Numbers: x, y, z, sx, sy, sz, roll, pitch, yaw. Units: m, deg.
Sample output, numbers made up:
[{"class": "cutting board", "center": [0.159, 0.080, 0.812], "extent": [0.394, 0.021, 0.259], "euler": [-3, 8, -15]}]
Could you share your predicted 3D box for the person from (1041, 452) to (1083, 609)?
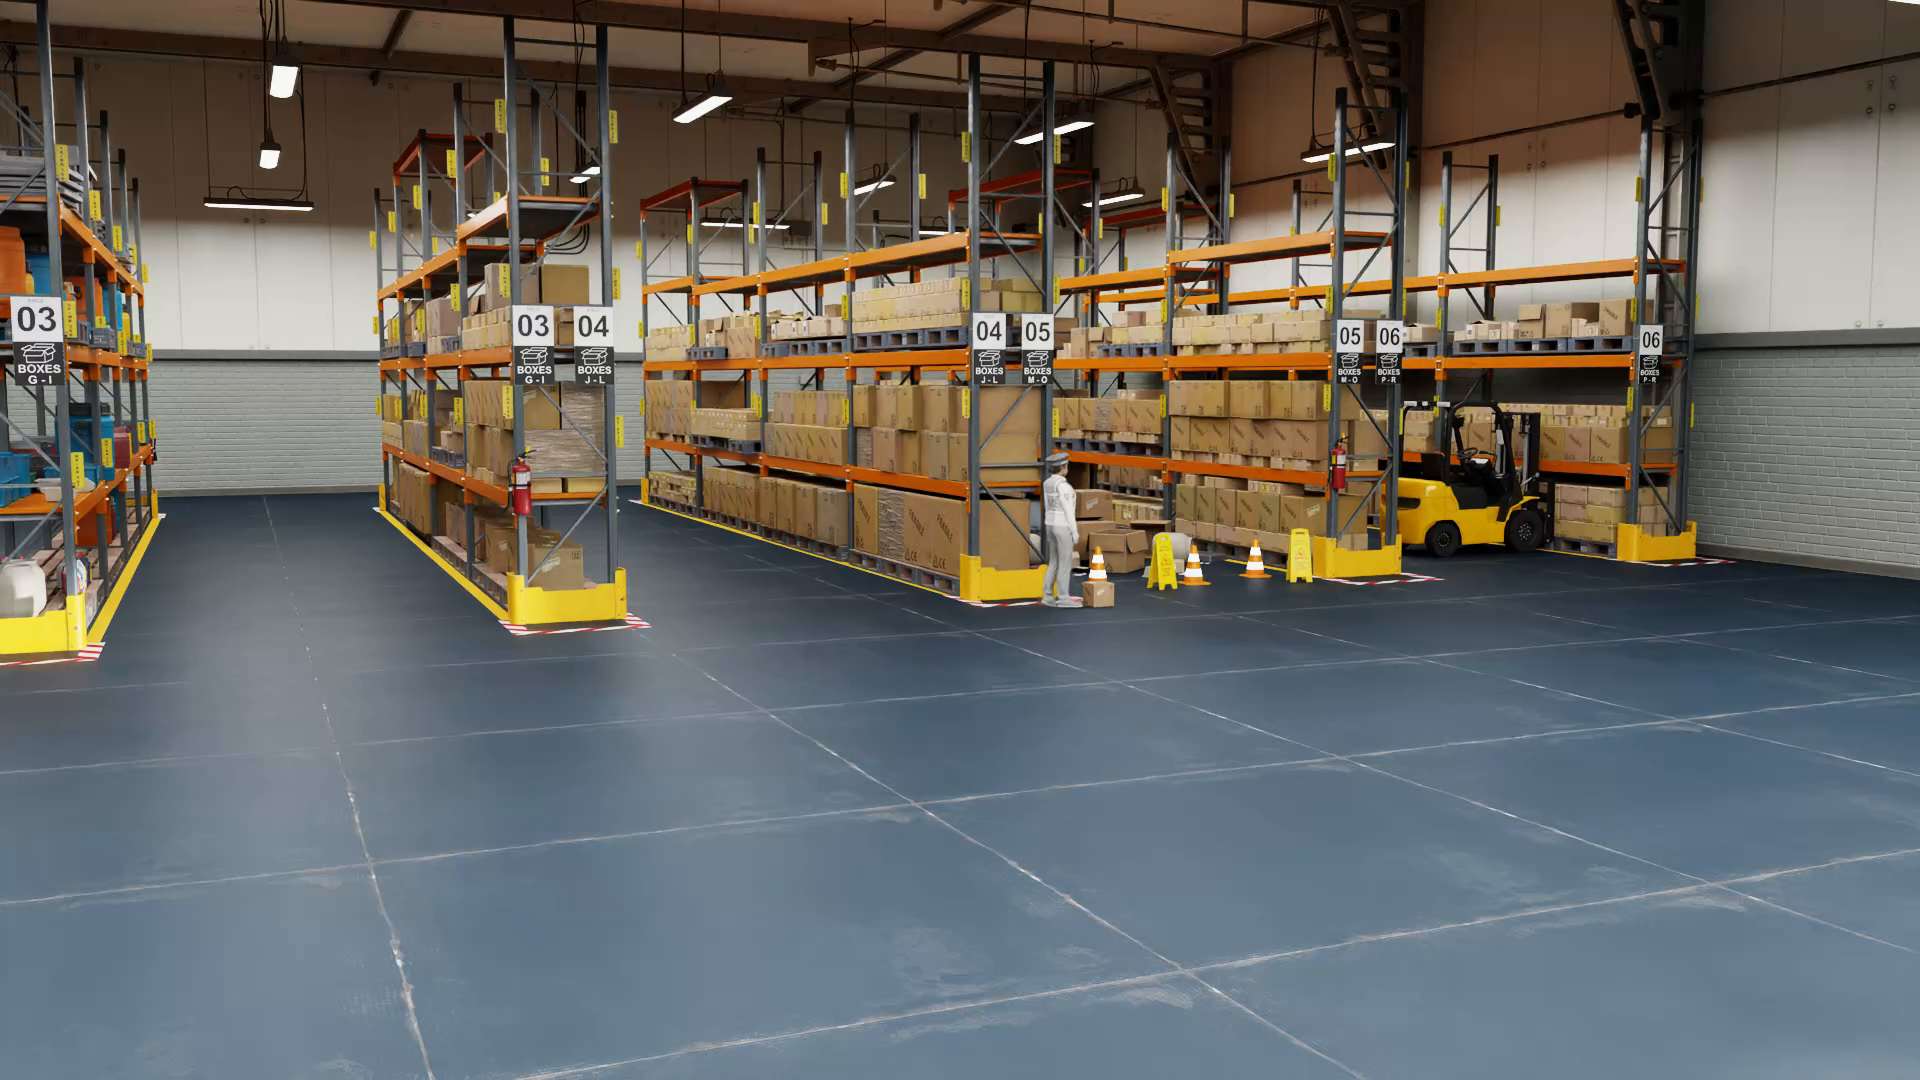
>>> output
[{"class": "person", "center": [1.105, -0.077, 17.980], "extent": [0.388, 1.747, 0.481], "euler": [-2, 6, -23]}]
